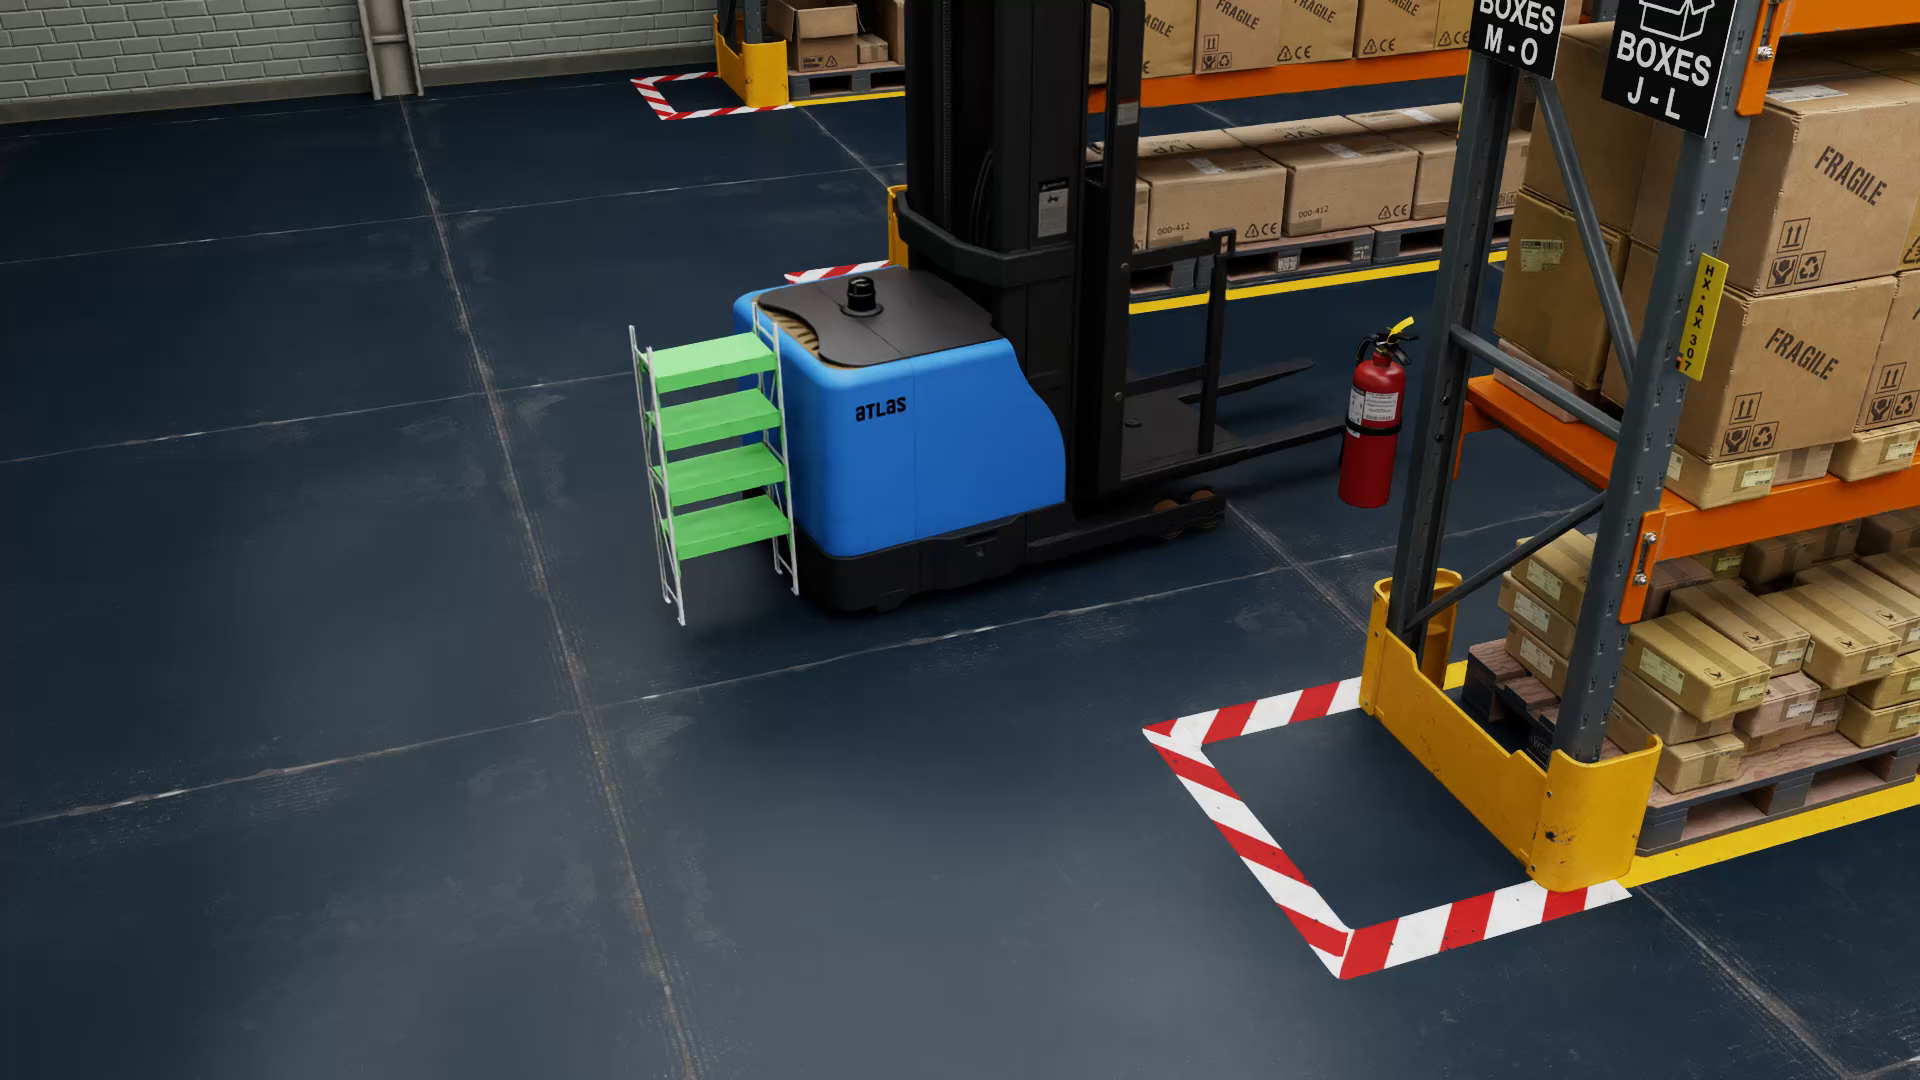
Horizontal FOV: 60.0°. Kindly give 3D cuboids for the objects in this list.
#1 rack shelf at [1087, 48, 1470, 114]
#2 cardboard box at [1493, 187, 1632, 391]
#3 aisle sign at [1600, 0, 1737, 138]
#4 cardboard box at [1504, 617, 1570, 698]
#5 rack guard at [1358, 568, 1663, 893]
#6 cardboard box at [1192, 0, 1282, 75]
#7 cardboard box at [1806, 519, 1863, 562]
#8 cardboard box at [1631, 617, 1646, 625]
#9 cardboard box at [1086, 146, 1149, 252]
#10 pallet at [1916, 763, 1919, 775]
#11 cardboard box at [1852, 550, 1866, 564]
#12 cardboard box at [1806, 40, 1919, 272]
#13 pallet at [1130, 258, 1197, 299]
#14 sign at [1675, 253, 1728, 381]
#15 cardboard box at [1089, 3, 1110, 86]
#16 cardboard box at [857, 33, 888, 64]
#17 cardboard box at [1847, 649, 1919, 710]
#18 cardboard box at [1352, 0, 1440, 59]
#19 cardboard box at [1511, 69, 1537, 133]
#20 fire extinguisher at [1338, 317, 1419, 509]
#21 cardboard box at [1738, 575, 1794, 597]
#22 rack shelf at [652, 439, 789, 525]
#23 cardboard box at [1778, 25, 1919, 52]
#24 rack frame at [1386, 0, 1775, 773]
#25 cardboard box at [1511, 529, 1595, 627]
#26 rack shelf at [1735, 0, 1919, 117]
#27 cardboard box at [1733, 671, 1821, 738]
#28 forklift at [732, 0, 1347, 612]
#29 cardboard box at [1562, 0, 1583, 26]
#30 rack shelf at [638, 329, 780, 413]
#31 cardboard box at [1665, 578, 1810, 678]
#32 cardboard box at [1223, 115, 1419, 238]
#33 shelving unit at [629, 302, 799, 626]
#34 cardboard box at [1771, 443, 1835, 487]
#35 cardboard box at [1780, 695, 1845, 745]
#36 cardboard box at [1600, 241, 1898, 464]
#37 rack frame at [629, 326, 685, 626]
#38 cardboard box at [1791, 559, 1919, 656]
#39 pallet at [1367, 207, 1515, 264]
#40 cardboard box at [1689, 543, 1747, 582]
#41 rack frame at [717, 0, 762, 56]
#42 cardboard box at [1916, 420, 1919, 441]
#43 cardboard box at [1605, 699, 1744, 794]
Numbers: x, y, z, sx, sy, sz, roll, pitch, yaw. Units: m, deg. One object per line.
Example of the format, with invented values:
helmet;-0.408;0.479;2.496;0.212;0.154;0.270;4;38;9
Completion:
rack shelf;1.810;-2.772;9.813;4.000;0.370;1.077;-10;31;-18
cardboard box;2.088;-0.830;5.276;0.500;0.500;0.500;-10;31;-17
aisle sign;1.793;-1.438;4.119;0.004;0.787;0.394;-10;31;-18
cardboard box;2.177;0.408;5.960;0.250;0.149;0.380;-10;31;-17
rack guard;1.828;0.612;5.670;0.348;0.500;1.175;-10;31;-18
cardboard box;1.433;-2.913;9.231;0.500;0.500;0.500;-11;31;-18
cardboard box;3.116;-0.080;6.215;0.250;0.149;0.380;-9;31;-16
cardboard box;2.416;0.223;5.984;0.250;0.149;0.380;-11;32;-19
cardboard box;0.520;-1.969;9.841;0.875;0.438;0.875;-12;32;-19
pallet;3.743;0.405;6.325;1.213;0.211;1.003;-10;31;-18
cardboard box;3.366;0.021;6.338;0.250;0.149;0.380;-9;31;-15
cardboard box;2.741;-1.112;4.760;0.500;0.500;0.500;-10;31;-16
pallet;0.658;-1.702;10.025;1.213;0.211;1.003;-10;31;-18
sign;1.946;-0.585;4.372;0.005;0.325;0.100;-10;31;-18
cardboard box;0.486;-2.733;8.916;0.500;0.500;0.500;-11;31;-18
cardboard box;-0.780;-4.103;13.877;0.250;0.149;0.380;-12;32;-20
cardboard box;3.091;0.397;5.679;0.250;0.149;0.380;-9;31;-16
cardboard box;2.393;-3.090;9.543;0.500;0.500;0.500;-11;31;-18
cardboard box;4.238;-2.834;10.916;0.875;0.875;0.875;-9;31;-16
fire extinguisher;1.360;-0.436;5.439;0.183;0.674;0.296;-10;31;-18
cardboard box;2.926;0.154;6.105;0.250;0.149;0.380;-11;31;-18
rack shelf;-0.950;-0.233;6.565;0.480;0.148;0.258;-15;33;-22
cardboard box;2.574;-1.350;5.177;0.500;0.500;0.500;-12;32;-19
rack frame;1.757;-0.461;5.028;0.127;3.000;1.000;-10;31;-18
cardboard box;2.165;0.128;5.850;0.250;0.149;0.380;-10;31;-17
rack shelf;3.631;-1.797;5.070;4.000;0.370;1.077;-10;31;-18
cardboard box;2.614;0.474;5.543;0.250;0.149;0.380;-11;31;-18
forklift;0.591;-1.493;6.909;3.031;2.935;1.130;-15;33;-24
cardboard box;3.339;-3.275;9.867;0.500;0.500;0.500;-10;31;-17
rack shelf;-0.959;-0.648;6.324;0.480;0.148;0.258;-15;33;-22
cardboard box;2.583;0.301;5.546;0.250;0.149;0.380;-10;31;-17
cardboard box;2.220;-2.286;10.396;0.875;0.438;0.875;-11;32;-19
shelving unit;-0.952;-0.288;6.533;0.503;1.200;0.258;-15;33;-22
cardboard box;2.399;-0.319;5.033;0.250;0.149;0.380;-9;31;-16
cardboard box;2.807;0.524;5.755;0.250;0.149;0.380;-10;31;-17
cardboard box;2.274;-0.583;4.841;0.500;0.500;0.500;-9;31;-15
rack frame;-1.170;-0.230;6.441;0.015;1.200;0.240;-15;33;-22
cardboard box;3.067;0.236;5.661;0.250;0.149;0.380;-12;32;-20
pallet;2.945;-2.124;10.764;1.213;0.211;1.003;-10;31;-18
cardboard box;2.619;0.008;6.061;0.250;0.149;0.380;-11;32;-19
rack frame;-1.798;-5.042;13.070;0.127;3.000;1.000;-10;31;-18
cardboard box;2.865;-0.448;5.261;0.250;0.149;0.380;-9;31;-15
cardboard box;2.359;0.654;5.528;0.250;0.149;0.380;-10;31;-17
